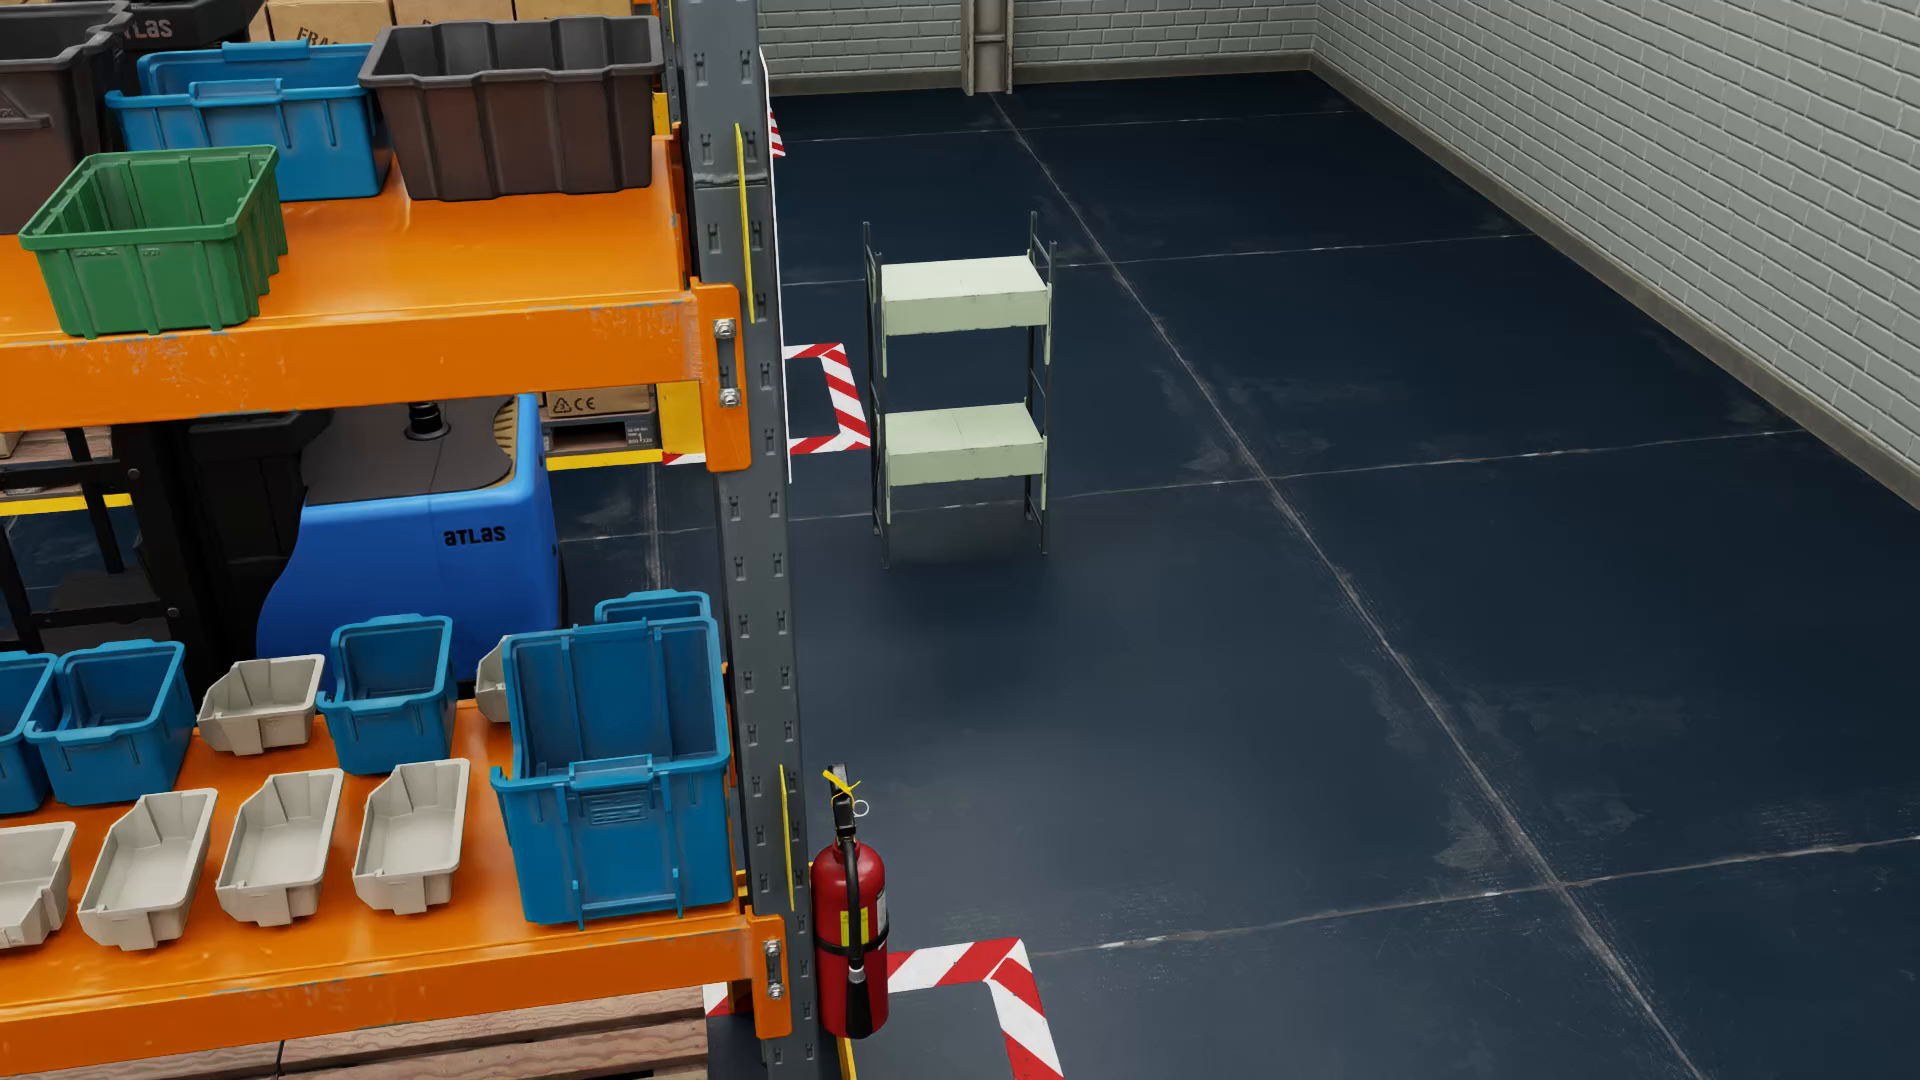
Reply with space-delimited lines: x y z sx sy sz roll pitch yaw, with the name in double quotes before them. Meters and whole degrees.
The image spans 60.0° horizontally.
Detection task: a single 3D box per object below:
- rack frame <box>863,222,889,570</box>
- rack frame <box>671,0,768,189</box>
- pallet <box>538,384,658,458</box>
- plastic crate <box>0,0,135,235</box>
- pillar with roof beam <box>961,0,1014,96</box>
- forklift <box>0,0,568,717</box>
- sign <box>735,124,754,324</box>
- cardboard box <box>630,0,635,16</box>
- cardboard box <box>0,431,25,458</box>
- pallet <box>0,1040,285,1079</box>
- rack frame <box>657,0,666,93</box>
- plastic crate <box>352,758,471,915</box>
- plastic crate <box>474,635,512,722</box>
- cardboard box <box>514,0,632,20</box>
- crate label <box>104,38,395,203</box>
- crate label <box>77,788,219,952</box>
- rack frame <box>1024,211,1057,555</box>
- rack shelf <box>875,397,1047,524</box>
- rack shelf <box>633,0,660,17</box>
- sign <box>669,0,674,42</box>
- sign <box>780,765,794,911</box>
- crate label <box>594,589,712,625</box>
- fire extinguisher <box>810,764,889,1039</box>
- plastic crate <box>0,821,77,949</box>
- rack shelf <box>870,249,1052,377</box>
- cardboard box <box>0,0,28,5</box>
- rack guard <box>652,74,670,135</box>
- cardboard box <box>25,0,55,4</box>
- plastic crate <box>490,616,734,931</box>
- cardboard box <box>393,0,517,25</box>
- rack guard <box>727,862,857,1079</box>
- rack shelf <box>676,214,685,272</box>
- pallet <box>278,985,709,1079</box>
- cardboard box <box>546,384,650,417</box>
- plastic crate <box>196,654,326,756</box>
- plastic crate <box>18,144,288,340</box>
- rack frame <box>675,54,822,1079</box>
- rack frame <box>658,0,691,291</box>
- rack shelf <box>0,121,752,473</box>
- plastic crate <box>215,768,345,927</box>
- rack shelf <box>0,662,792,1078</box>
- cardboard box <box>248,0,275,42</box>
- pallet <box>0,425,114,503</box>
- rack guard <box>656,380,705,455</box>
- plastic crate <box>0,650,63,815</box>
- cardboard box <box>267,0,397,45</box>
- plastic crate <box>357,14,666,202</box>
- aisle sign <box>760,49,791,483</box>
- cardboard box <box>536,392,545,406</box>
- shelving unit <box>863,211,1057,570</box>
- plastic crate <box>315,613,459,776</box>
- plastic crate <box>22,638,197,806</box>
"rack frame" -0.367 -0.612 7.312 0.023 1.500 0.400 -5 31 -9
"rack frame" -0.484 -2.151 2.531 0.127 3.000 1.000 -5 31 -9
"pallet" -2.231 -0.753 8.823 1.213 0.211 1.003 -5 31 -9
"plastic crate" -2.036 -0.829 3.303 0.767 0.338 0.504 -5 31 -9
"pillar with roof beam" 1.007 -5.622 8.434 0.400 9.000 9.100 -5 31 -9
"forklift" -3.099 -0.606 5.889 3.031 2.935 1.130 -6 31 -10
"sign" -0.369 -0.541 2.854 0.005 0.325 0.100 -5 31 -9
"cardboard box" -1.857 -2.600 8.128 0.500 0.500 0.500 -4 31 -7
"cardboard box" -4.855 -0.631 8.083 0.500 0.311 0.500 -5 31 -9
"pallet" -2.500 1.802 4.477 1.213 0.211 1.003 -5 31 -9
"rack frame" -2.268 -4.505 12.452 0.127 3.000 1.000 -5 31 -9
"plastic crate" -1.254 0.687 3.823 0.243 0.136 0.396 -5 31 -9
"plastic crate" -1.117 0.369 4.364 0.298 0.136 0.250 -5 31 -9
"cardboard box" -1.761 -2.332 7.671 0.500 0.500 0.500 -6 31 -9
"crate label" -1.450 -0.871 3.460 0.502 0.251 0.408 -5 31 -9
"crate label" -1.811 0.744 3.726 0.243 0.136 0.396 -5 31 -9
"rack frame" 0.353 -0.679 7.426 0.023 1.500 0.400 -5 31 -9
"rack shelf" -0.007 -0.365 7.534 0.720 0.370 0.431 -5 31 -9
"rack shelf" -4.236 -4.012 12.324 4.000 0.370 1.077 -5 31 -9
"sign" -1.292 -2.392 7.405 0.005 0.325 0.100 -5 31 -9
"sign" -0.369 0.637 3.546 0.005 0.325 0.100 -5 31 -9
"crate label" -0.786 0.339 4.320 0.303 0.233 0.416 -5 31 -9
"fire extinguisher" -0.254 0.842 3.804 0.183 0.674 0.296 -5 31 -9
"plastic crate" -2.099 0.780 3.665 0.250 0.136 0.298 -5 31 -9
"rack shelf" -0.007 -0.982 7.171 0.720 0.370 0.431 -5 31 -9
"cardboard box" -4.286 -2.094 7.267 0.500 0.500 0.500 -6 31 -10
"rack guard" -2.245 -3.430 13.089 0.348 0.500 1.175 -5 31 -9
"cardboard box" -3.780 -2.141 7.347 0.500 0.500 0.500 -6 31 -10
"plastic crate" -0.780 0.517 3.817 0.499 0.435 0.616 -5 31 -9
"cardboard box" -2.258 -2.285 7.592 0.500 0.500 0.500 -4 31 -8
"rack guard" -0.463 1.503 4.700 0.348 0.500 1.175 -5 31 -9
"rack shelf" -3.340 -1.543 8.124 4.000 0.370 1.077 -5 31 -9
"pallet" -1.302 1.693 4.663 1.213 0.211 1.003 -5 31 -9
"cardboard box" -1.863 -0.975 8.481 0.500 0.500 0.500 -5 31 -9
"plastic crate" -1.784 0.431 4.259 0.298 0.136 0.250 -5 31 -9
"plastic crate" -1.403 -0.535 2.950 0.336 0.188 0.450 -5 31 -9
"rack frame" -0.484 0.435 4.052 0.127 3.000 1.000 -5 31 -9
"rack frame" -1.373 -2.035 8.252 0.127 3.000 1.000 -5 31 -9
"rack shelf" -2.451 -0.366 3.163 4.000 0.370 1.077 -5 31 -9
"plastic crate" -1.541 0.706 3.790 0.243 0.136 0.396 -5 31 -9
"rack shelf" -2.451 0.927 3.923 4.000 0.370 1.077 -5 31 -9
"cardboard box" -3.272 -2.189 7.428 0.500 0.500 0.500 -4 31 -7
"pallet" -4.631 -0.530 8.444 1.213 0.211 1.003 -5 31 -9
"rack guard" -1.447 -0.951 8.874 0.348 0.500 1.175 -5 31 -9
"plastic crate" -2.377 0.487 4.069 0.300 0.233 0.416 -5 31 -9
"cardboard box" -2.767 -2.236 7.507 0.500 0.500 0.500 -4 31 -8
"plastic crate" -0.913 -0.906 3.501 0.590 0.269 0.497 -5 31 -9
"aisle sign" -0.360 -0.547 3.155 0.004 0.787 0.394 -5 31 -9
"cardboard box" -2.278 -0.839 8.579 0.250 0.166 0.380 -5 31 -9
"shelving unit" -0.007 -0.646 7.369 0.755 1.500 0.431 -5 31 -9
"plastic crate" -1.434 0.399 4.217 0.300 0.233 0.416 -5 31 -9
"plastic crate" -2.081 0.460 4.115 0.300 0.233 0.416 -5 31 -9
